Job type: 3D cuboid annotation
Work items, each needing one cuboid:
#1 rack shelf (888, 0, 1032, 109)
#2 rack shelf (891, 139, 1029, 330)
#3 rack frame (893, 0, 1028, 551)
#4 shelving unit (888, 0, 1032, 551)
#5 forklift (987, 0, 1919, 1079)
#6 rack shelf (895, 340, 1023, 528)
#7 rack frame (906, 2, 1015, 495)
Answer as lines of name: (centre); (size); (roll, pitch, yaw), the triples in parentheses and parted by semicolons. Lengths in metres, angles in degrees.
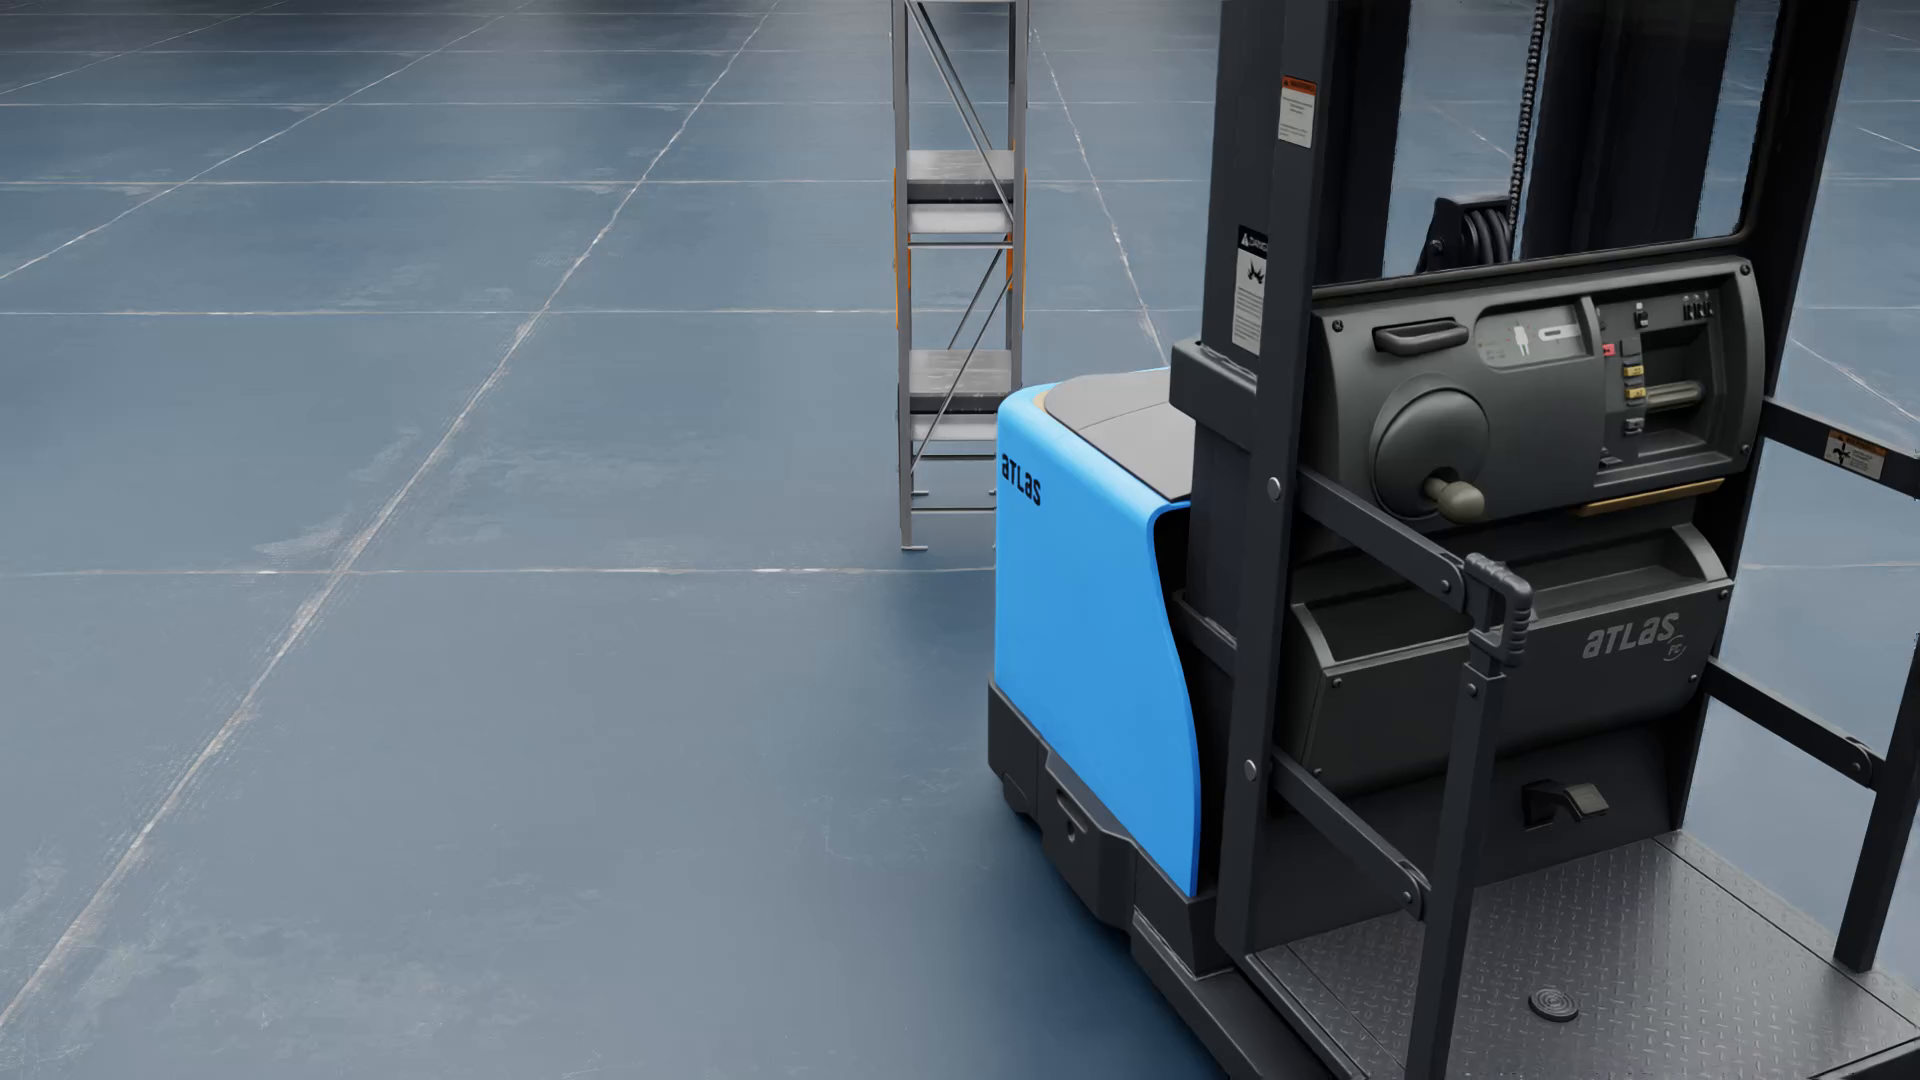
rack shelf: (-0.002, -1.650, 5.185); (0.431, 0.518, 0.480); (0, 24, -1)
rack shelf: (-0.002, -1.012, 5.474); (0.431, 0.518, 0.480); (0, 24, -1)
rack frame: (0.001, -0.924, 5.246); (0.400, 2.100, 0.015); (0, 24, -1)
shelving unit: (-0.002, -1.025, 5.468); (0.431, 2.100, 0.503); (0, 24, -1)
forklift: (1.114, -0.233, 2.709); (1.130, 2.935, 3.031); (-10, 26, -21)
rack shelf: (-0.002, -0.375, 5.762); (0.431, 0.518, 0.480); (0, 24, -1)
rack frame: (-0.004, -1.125, 5.690); (0.400, 2.100, 0.015); (0, 24, -1)
